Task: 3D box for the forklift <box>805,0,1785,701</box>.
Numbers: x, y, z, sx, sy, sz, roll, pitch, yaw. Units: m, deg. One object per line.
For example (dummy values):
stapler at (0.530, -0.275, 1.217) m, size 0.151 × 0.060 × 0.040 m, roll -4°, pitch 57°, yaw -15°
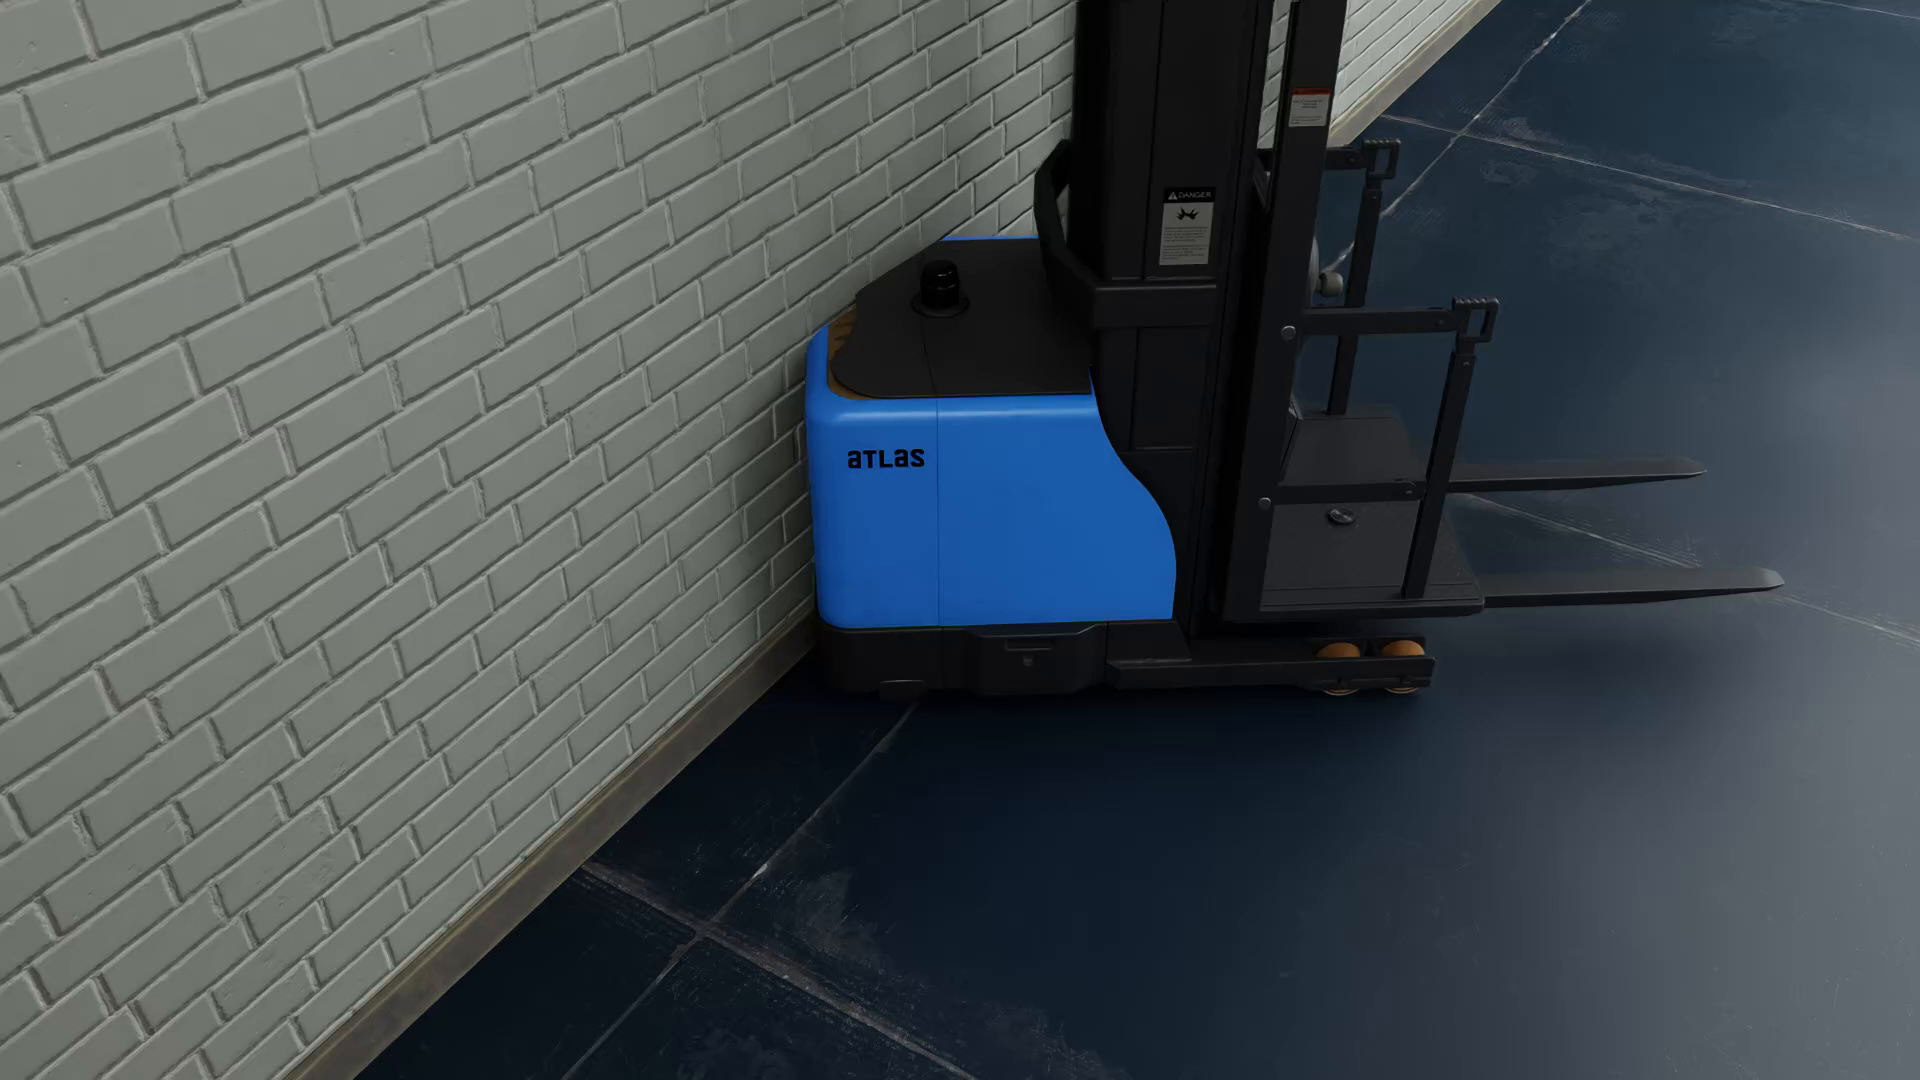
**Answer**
forklift at (1.057, -1.005, 4.653) m, size 3.031 × 2.935 × 1.130 m, roll -2°, pitch 38°, yaw -2°
